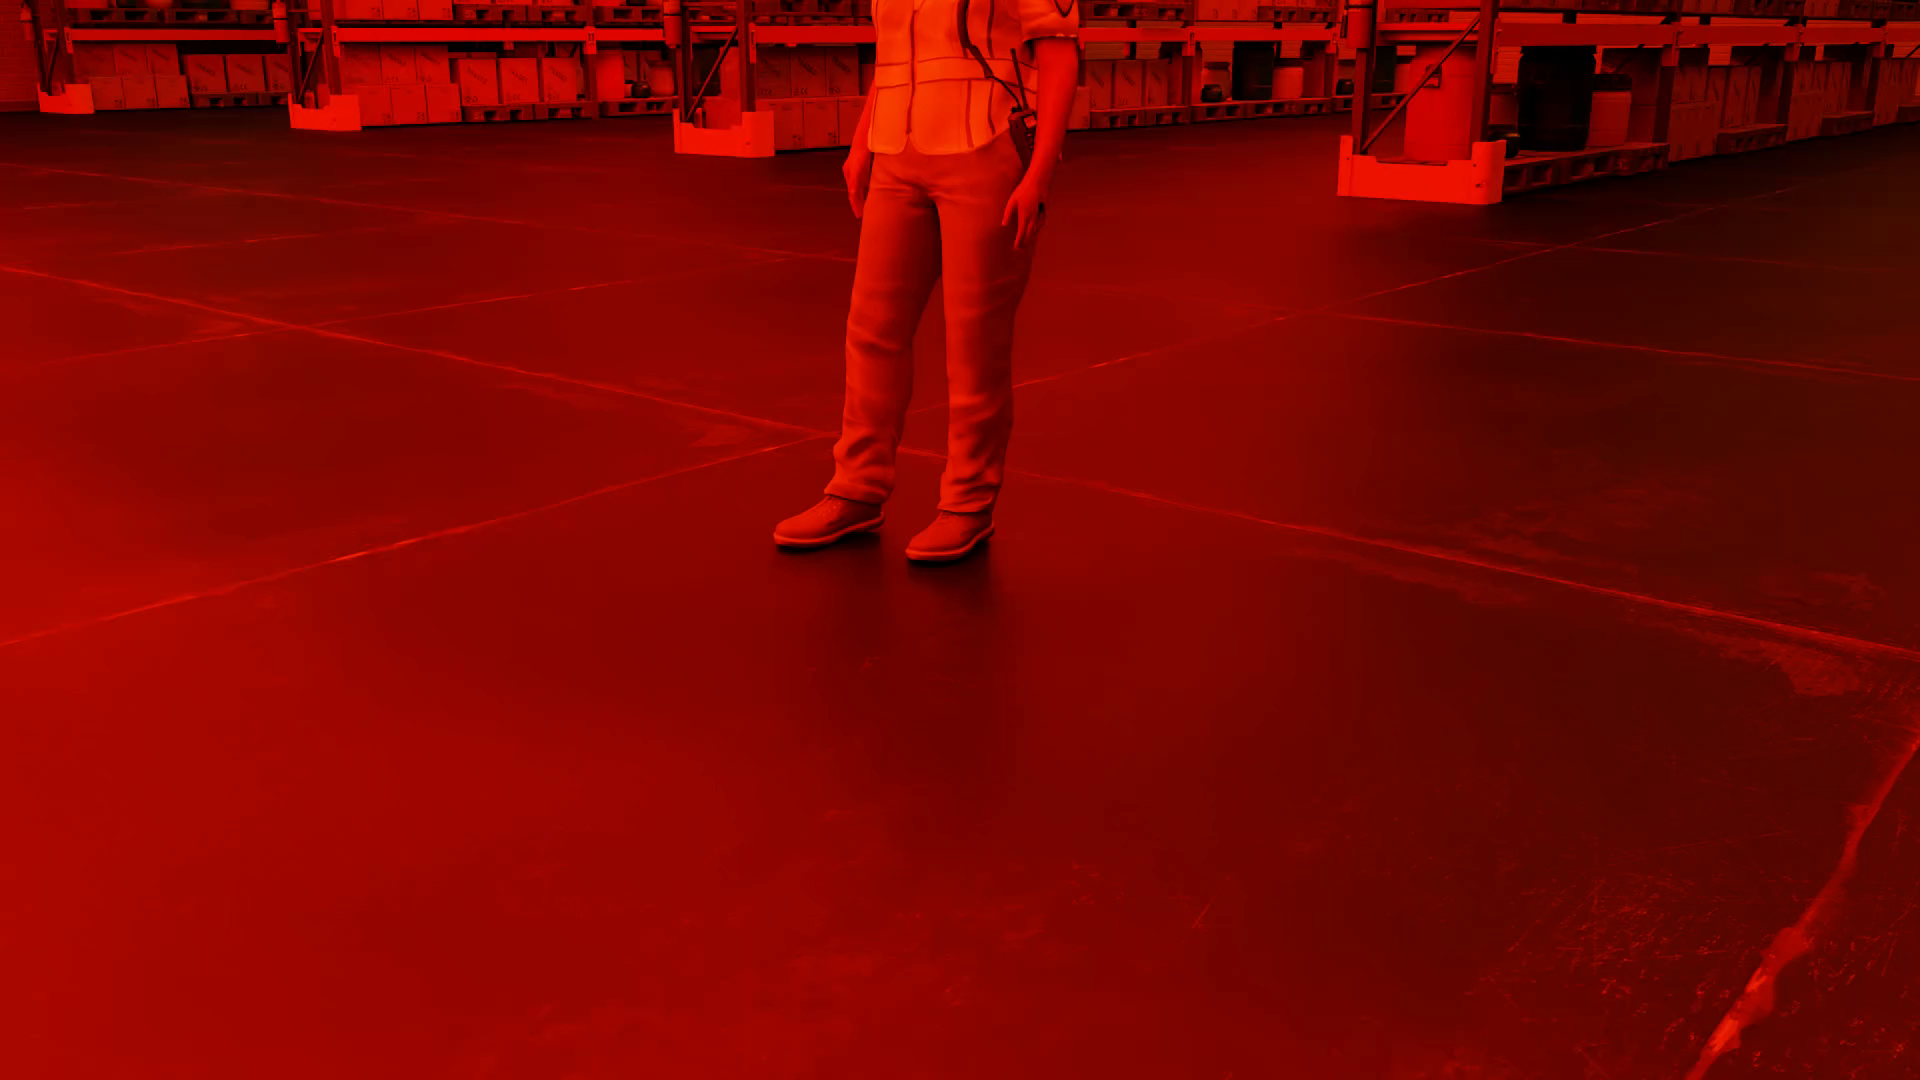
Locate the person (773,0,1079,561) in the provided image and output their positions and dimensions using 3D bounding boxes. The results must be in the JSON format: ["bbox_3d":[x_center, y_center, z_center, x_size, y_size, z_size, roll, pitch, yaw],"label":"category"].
[{"bbox_3d":[-0.066,-0.792,3.655,0.598,1.670,0.529,13,21,37],"label":"person"}]
